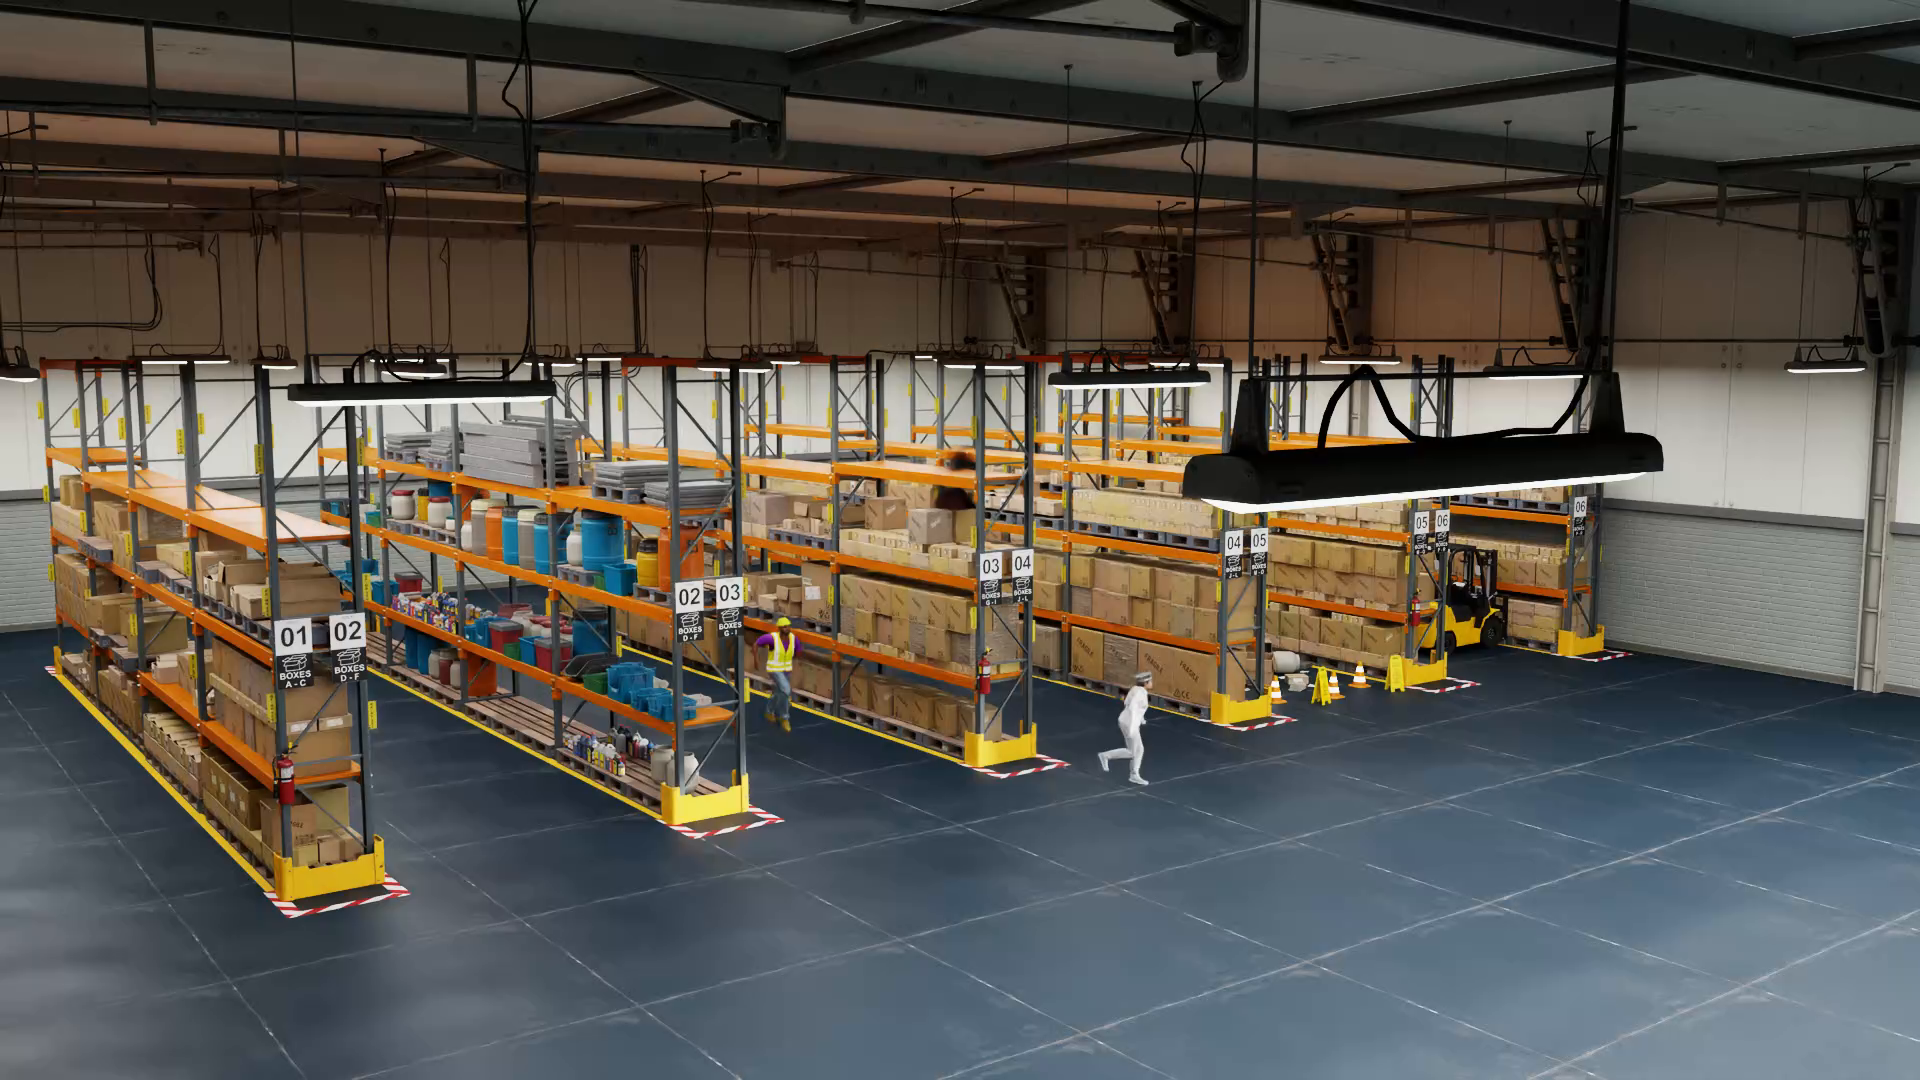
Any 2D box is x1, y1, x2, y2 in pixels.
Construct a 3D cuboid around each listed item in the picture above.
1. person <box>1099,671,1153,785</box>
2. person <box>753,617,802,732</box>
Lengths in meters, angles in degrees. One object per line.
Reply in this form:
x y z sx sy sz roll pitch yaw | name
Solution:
2.360 2.676 23.688 0.795 1.632 0.616 -1 7 -8 | person
-2.833 2.085 26.078 0.728 1.791 0.841 -6 9 -40 | person
